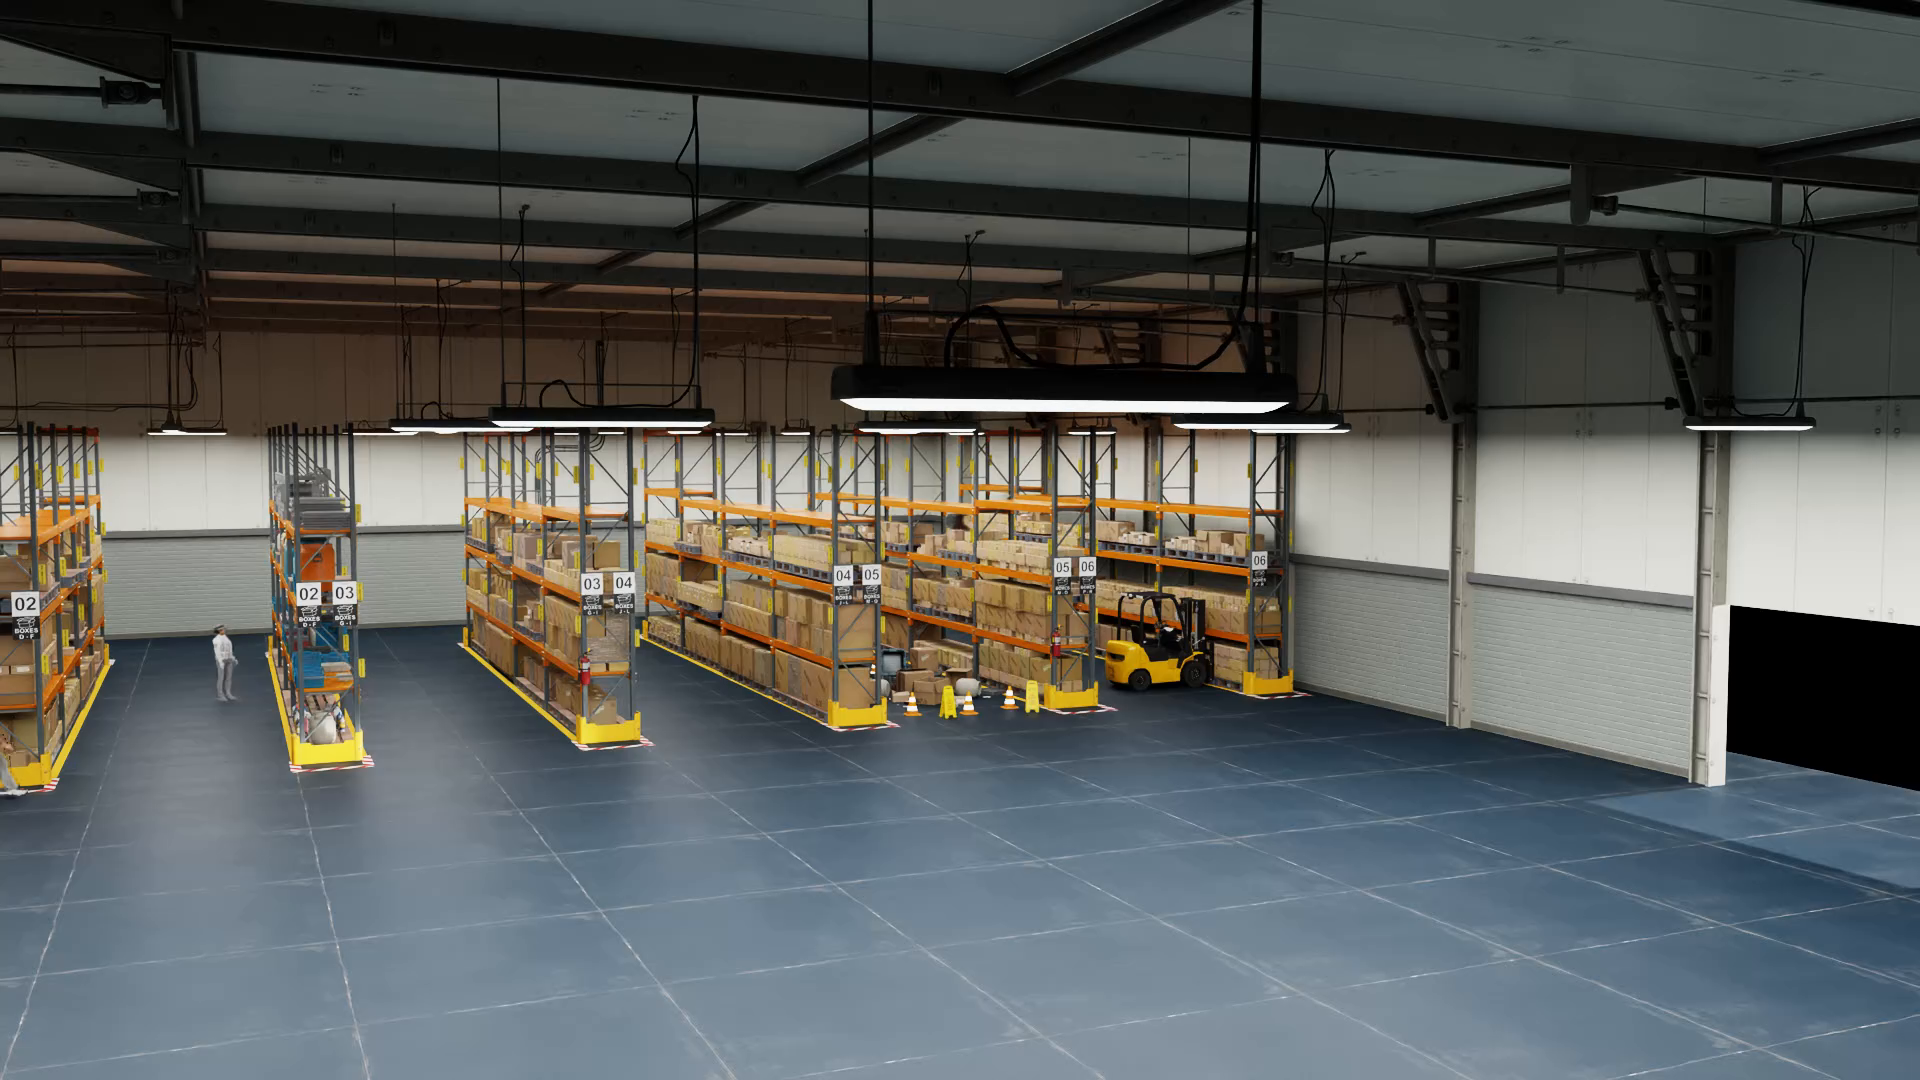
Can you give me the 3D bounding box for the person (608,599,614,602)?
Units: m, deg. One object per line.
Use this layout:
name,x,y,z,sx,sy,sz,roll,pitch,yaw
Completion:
person,-10.356,1.841,50.132,0.527,1.703,0.363,0,4,-8

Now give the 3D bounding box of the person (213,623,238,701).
person,-16.137,2.673,36.523,0.445,1.713,0.519,1,4,21

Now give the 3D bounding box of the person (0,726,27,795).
person,-15.191,3.274,26.171,0.918,1.633,0.469,-3,5,-43
